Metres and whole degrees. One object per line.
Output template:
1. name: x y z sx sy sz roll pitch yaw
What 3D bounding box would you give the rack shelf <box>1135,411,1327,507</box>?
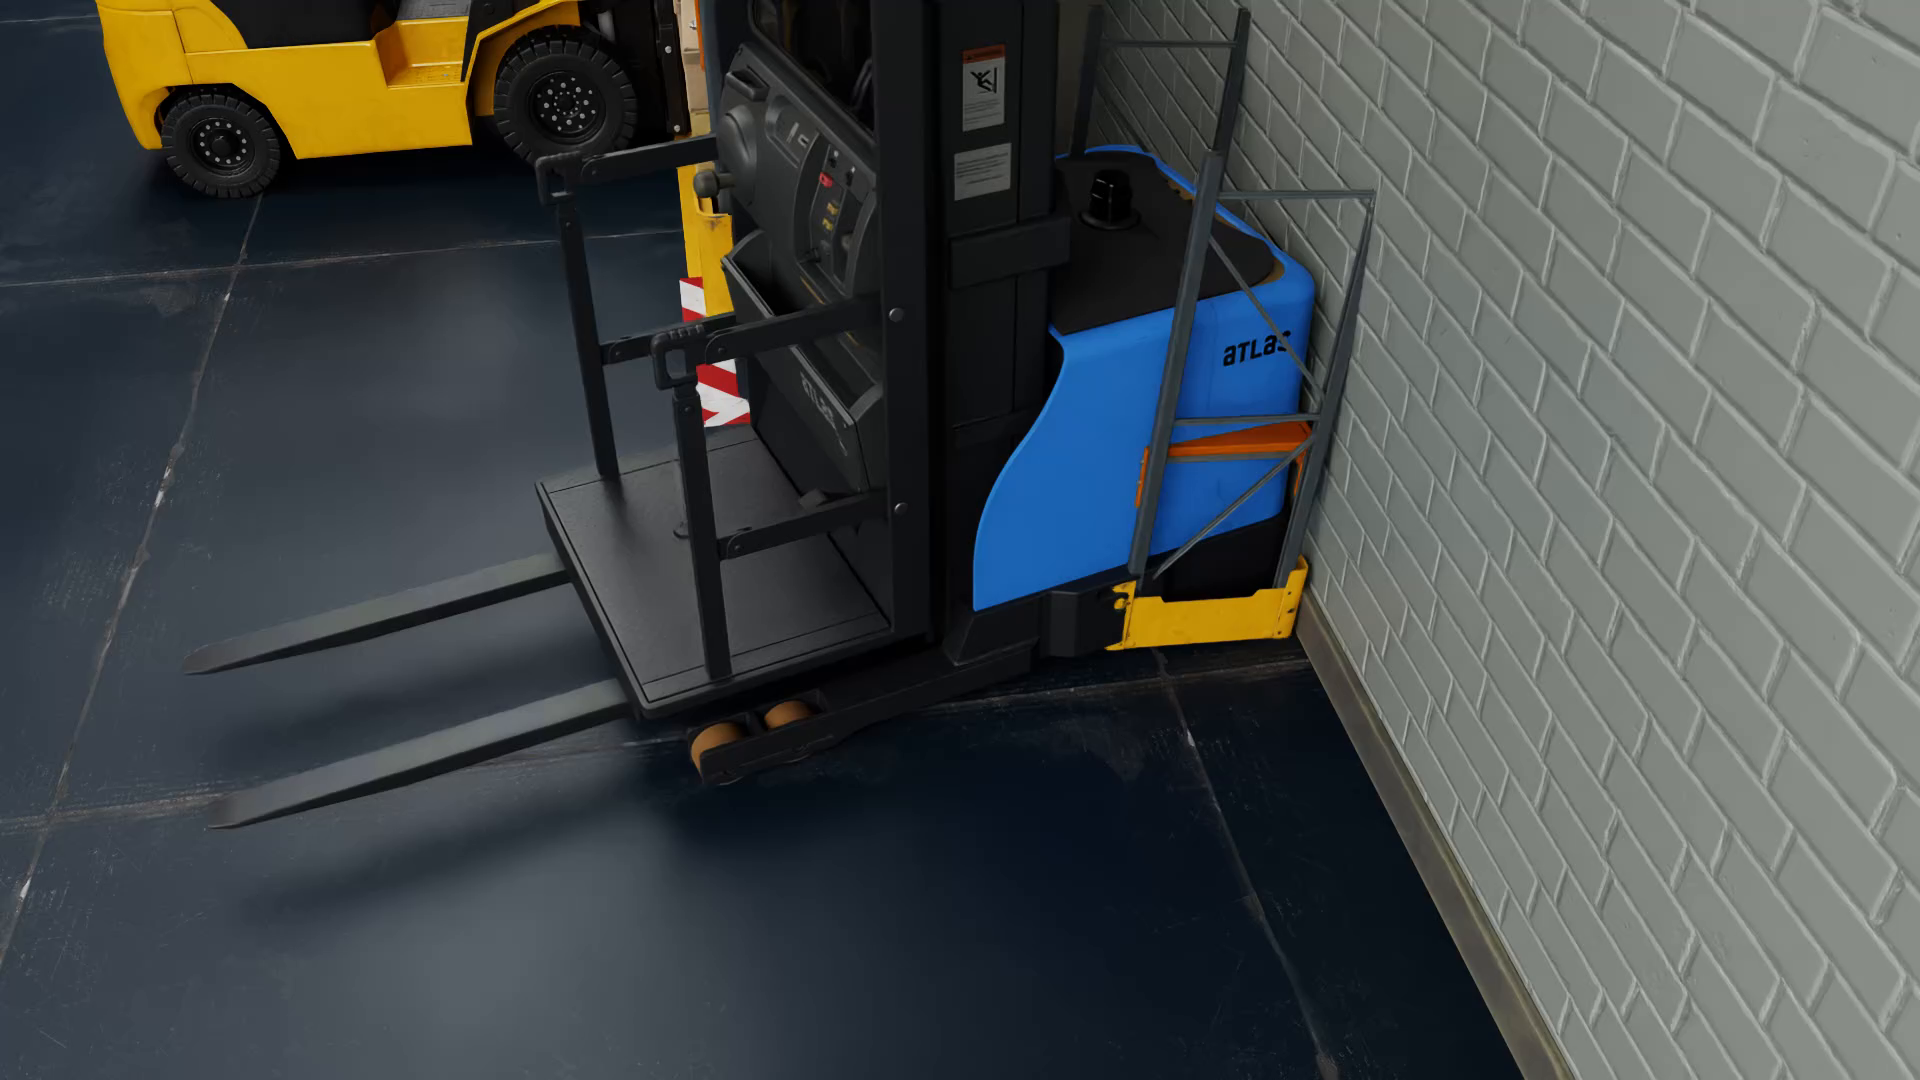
1. rack shelf: 0.632 -0.472 4.902 0.538 0.185 1.000 -3 37 -13

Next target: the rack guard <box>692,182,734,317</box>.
1. rack guard: -0.391 -1.117 6.280 1.175 0.500 0.348 -6 38 -8

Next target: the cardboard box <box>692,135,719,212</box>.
1. cardboard box: -0.789 -1.449 6.568 0.500 0.250 0.500 -6 38 -8

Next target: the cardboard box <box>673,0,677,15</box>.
1. cardboard box: -0.977 -2.450 7.042 0.500 0.250 0.500 -6 38 -7

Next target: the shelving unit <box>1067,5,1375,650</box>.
1. shelving unit: 0.646 -0.622 4.803 0.587 1.500 1.083 -3 37 -13

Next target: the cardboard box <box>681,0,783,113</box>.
1. cardboard box: -0.783 -1.838 6.255 0.500 0.250 0.500 -5 38 -6

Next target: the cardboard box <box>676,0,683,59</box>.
1. cardboard box: -0.878 -2.146 6.651 0.500 0.250 0.500 -6 38 -7

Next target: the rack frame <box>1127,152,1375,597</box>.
1. rack frame: 0.755 -0.316 4.401 0.500 1.500 0.032 -3 37 -13

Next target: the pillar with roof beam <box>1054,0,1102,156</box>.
1. pillar with roof beam: -3.868 -4.542 3.762 9.100 9.000 0.400 -6 38 -8

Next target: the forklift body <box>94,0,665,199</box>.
1. forklift body: -2.524 -2.733 7.014 2.313 2.155 1.214 -6 38 -8

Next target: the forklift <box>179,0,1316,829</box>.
1. forklift: -0.590 -0.878 3.992 3.031 2.935 1.130 -17 41 -20

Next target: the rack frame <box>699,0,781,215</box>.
1. rack frame: -0.395 -2.119 5.532 1.000 3.000 0.127 -6 38 -8

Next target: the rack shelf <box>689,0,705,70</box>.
1. rack shelf: -0.746 -3.043 7.308 1.077 0.370 4.000 -6 38 -8

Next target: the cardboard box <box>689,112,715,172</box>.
1. cardboard box: -0.788 -1.657 6.429 0.500 0.250 0.500 -7 38 -9

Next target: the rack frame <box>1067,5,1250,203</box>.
1. rack frame: 0.542 -0.917 5.192 0.500 1.500 0.032 -3 37 -13

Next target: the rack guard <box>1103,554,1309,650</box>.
1. rack guard: 0.696 0.176 4.783 0.587 0.250 0.087 -3 37 -13

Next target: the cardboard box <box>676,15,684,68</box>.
1. cardboard box: -0.977 -2.270 7.219 0.500 0.250 0.500 -7 38 -9
